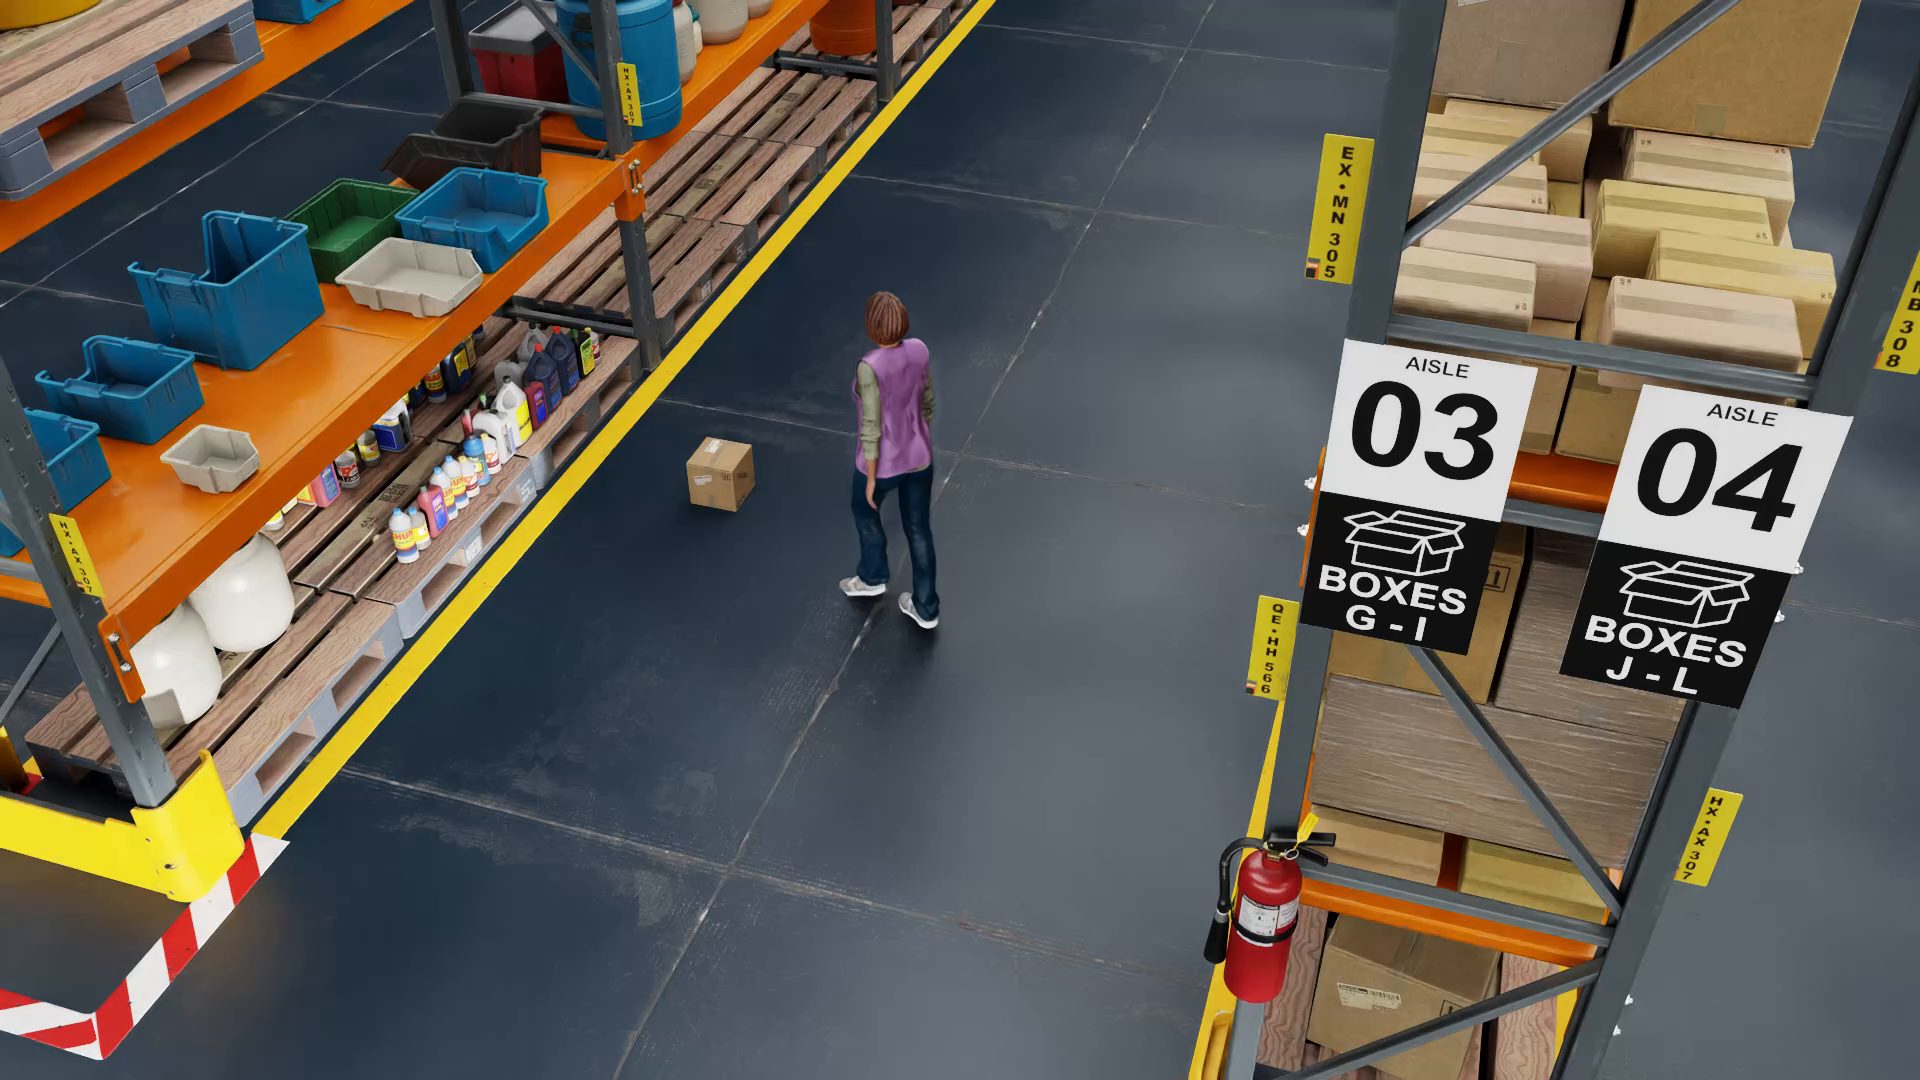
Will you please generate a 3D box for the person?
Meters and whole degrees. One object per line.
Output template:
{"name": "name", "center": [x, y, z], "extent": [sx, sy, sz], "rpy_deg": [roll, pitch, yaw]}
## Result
{"name": "person", "center": [-0.272, -0.330, 7.342], "extent": [0.441, 1.619, 0.575], "rpy_deg": [-22, 43, -26]}
